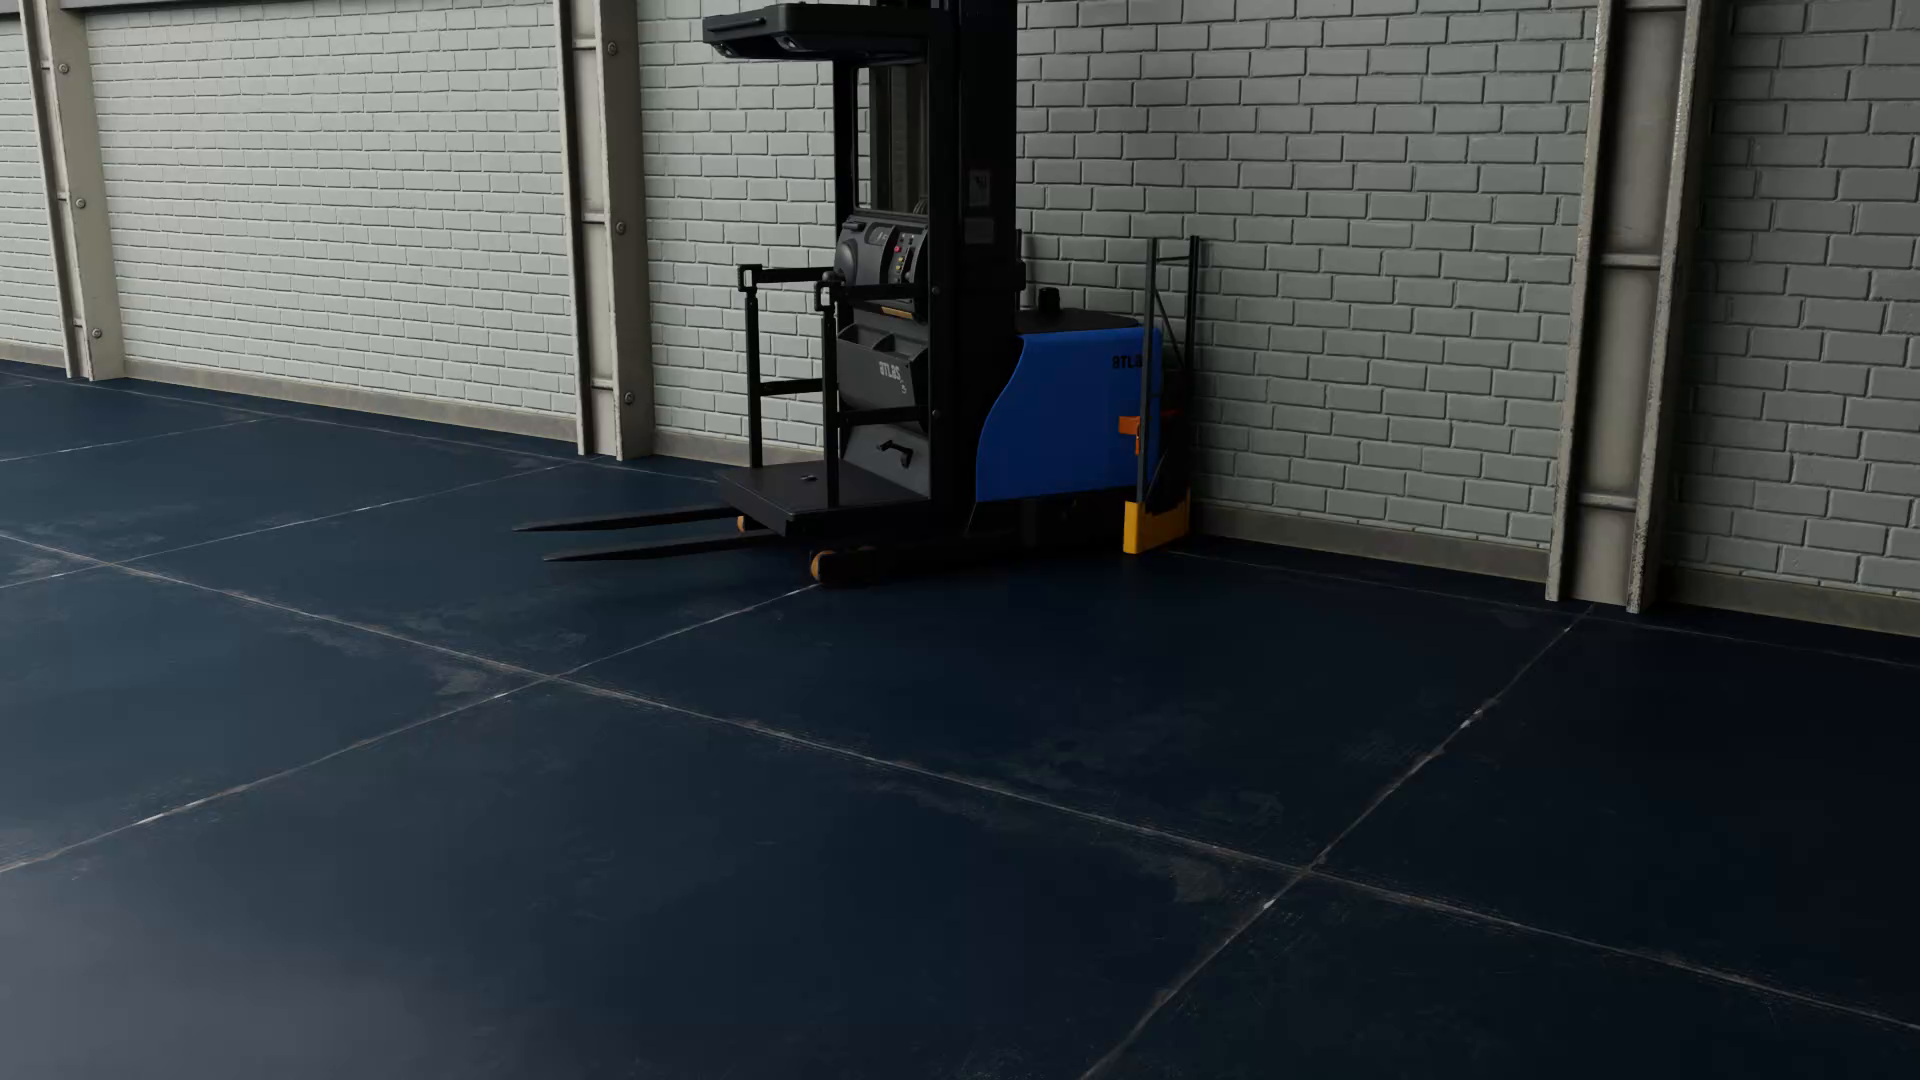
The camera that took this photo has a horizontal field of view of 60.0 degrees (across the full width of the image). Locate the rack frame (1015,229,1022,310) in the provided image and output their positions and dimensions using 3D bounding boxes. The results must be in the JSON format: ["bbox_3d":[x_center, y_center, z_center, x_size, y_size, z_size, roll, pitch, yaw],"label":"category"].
[{"bbox_3d":[0.159,-0.851,8.642,0.032,1.500,0.500,9,15,32],"label":"rack frame"}]

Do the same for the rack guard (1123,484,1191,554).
[{"bbox_3d":[0.980,-0.108,8.243,0.087,0.250,0.587,9,15,32],"label":"rack guard"}]

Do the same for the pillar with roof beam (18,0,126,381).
[{"bbox_3d":[-9.552,-4.863,9.241,0.400,9.000,9.100,9,17,33],"label":"pillar with roof beam"}]

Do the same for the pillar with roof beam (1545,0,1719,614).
[{"bbox_3d":[0.406,-3.254,2.740,0.400,9.000,9.100,9,17,33],"label":"pillar with roof beam"}]

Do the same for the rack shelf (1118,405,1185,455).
[{"bbox_3d":[0.580,-0.608,8.409,1.000,0.185,0.538,9,15,32],"label":"rack shelf"}]

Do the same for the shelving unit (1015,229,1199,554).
[{"bbox_3d":[0.576,-0.785,8.375,1.083,1.500,0.587,9,15,32],"label":"shelving unit"}]

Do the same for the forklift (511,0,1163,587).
[{"bbox_3d":[-0.557,-1.356,7.700,3.031,2.935,1.130,-7,15,-26],"label":"forklift"}]

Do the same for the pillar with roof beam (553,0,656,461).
[{"bbox_3d":[-4.573,-4.058,5.990,0.400,9.000,9.100,9,17,33],"label":"pillar with roof beam"}]

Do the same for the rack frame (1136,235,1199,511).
[{"bbox_3d":[1.008,-0.716,8.098,0.032,1.500,0.500,9,15,32],"label":"rack frame"}]
